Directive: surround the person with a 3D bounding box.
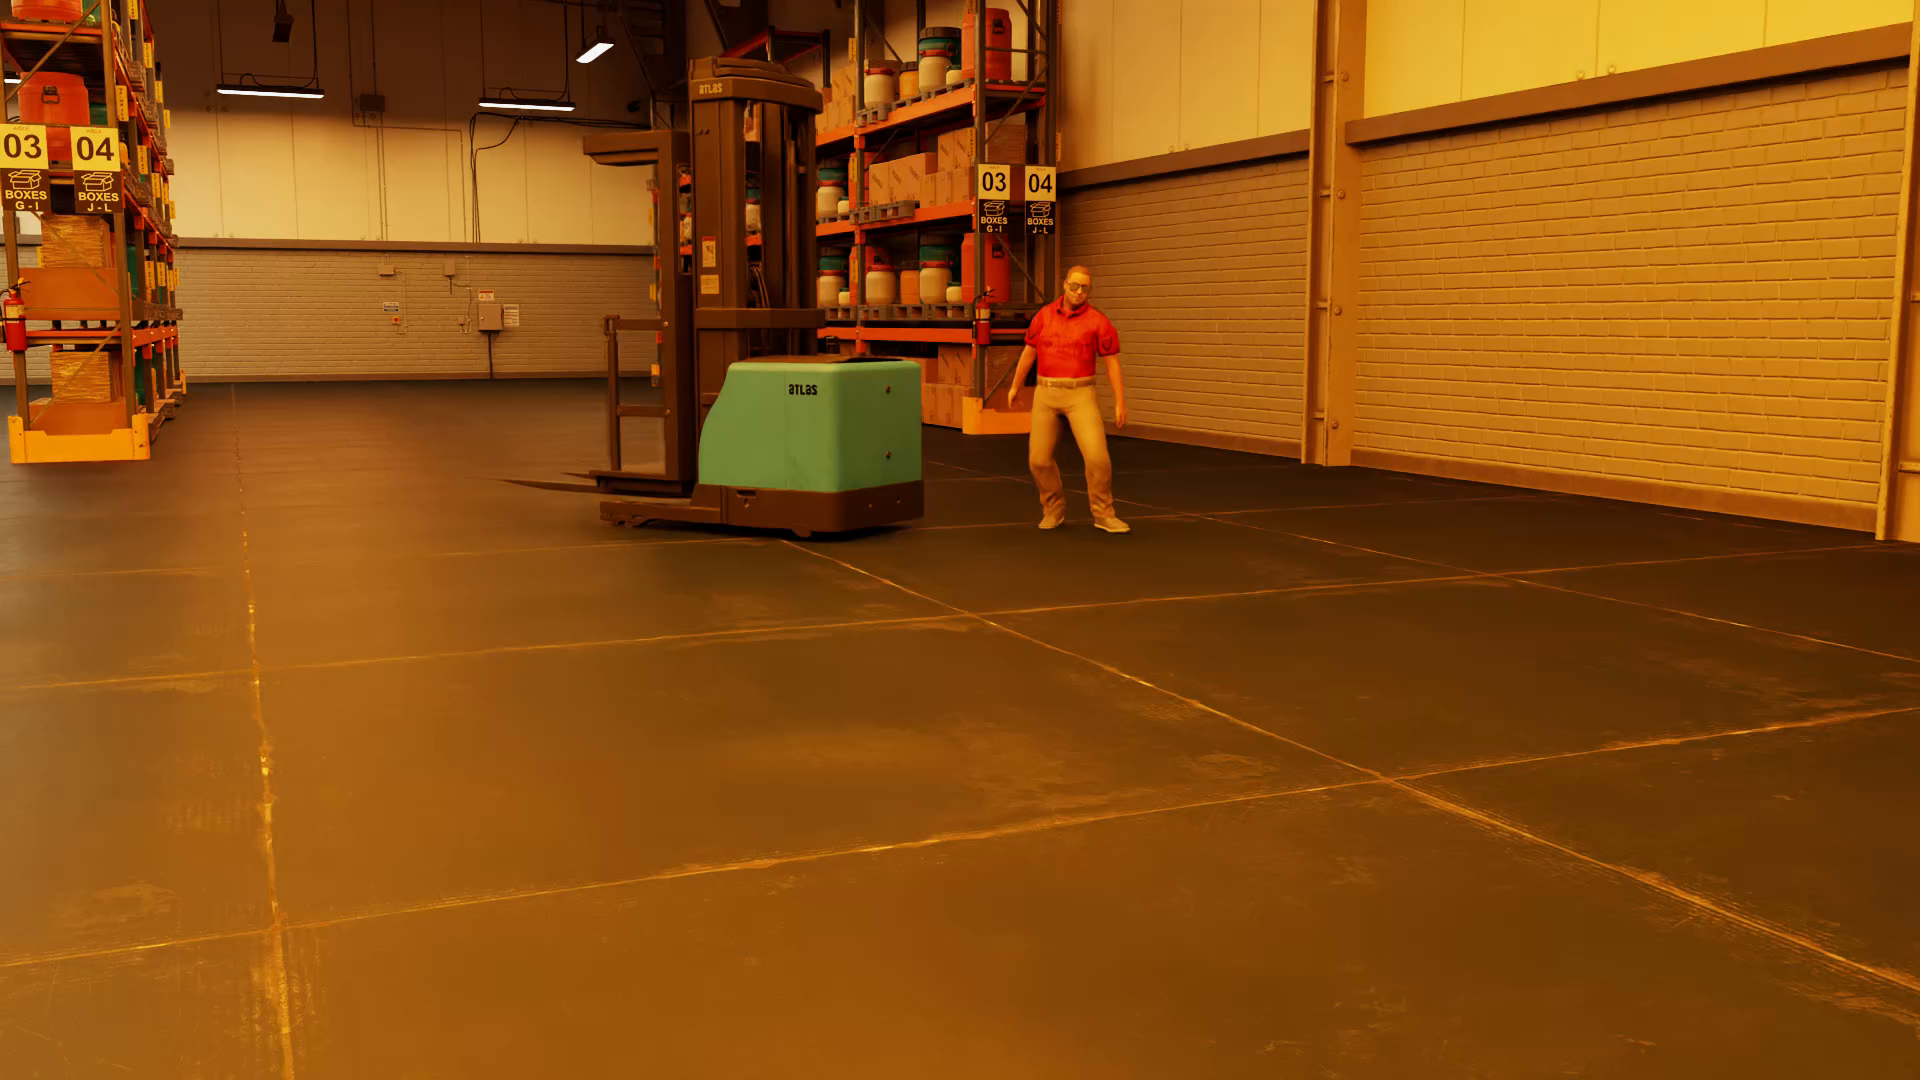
[{"bbox_3d":[0.699,-0.880,10.623,0.896,1.712,0.456,4,8,27],"label":"person"}]

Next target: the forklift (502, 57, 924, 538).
[{"bbox_3d":[-1.754,-1.585,10.966,3.031,2.935,1.130,5,9,32],"label":"forklift"}]
